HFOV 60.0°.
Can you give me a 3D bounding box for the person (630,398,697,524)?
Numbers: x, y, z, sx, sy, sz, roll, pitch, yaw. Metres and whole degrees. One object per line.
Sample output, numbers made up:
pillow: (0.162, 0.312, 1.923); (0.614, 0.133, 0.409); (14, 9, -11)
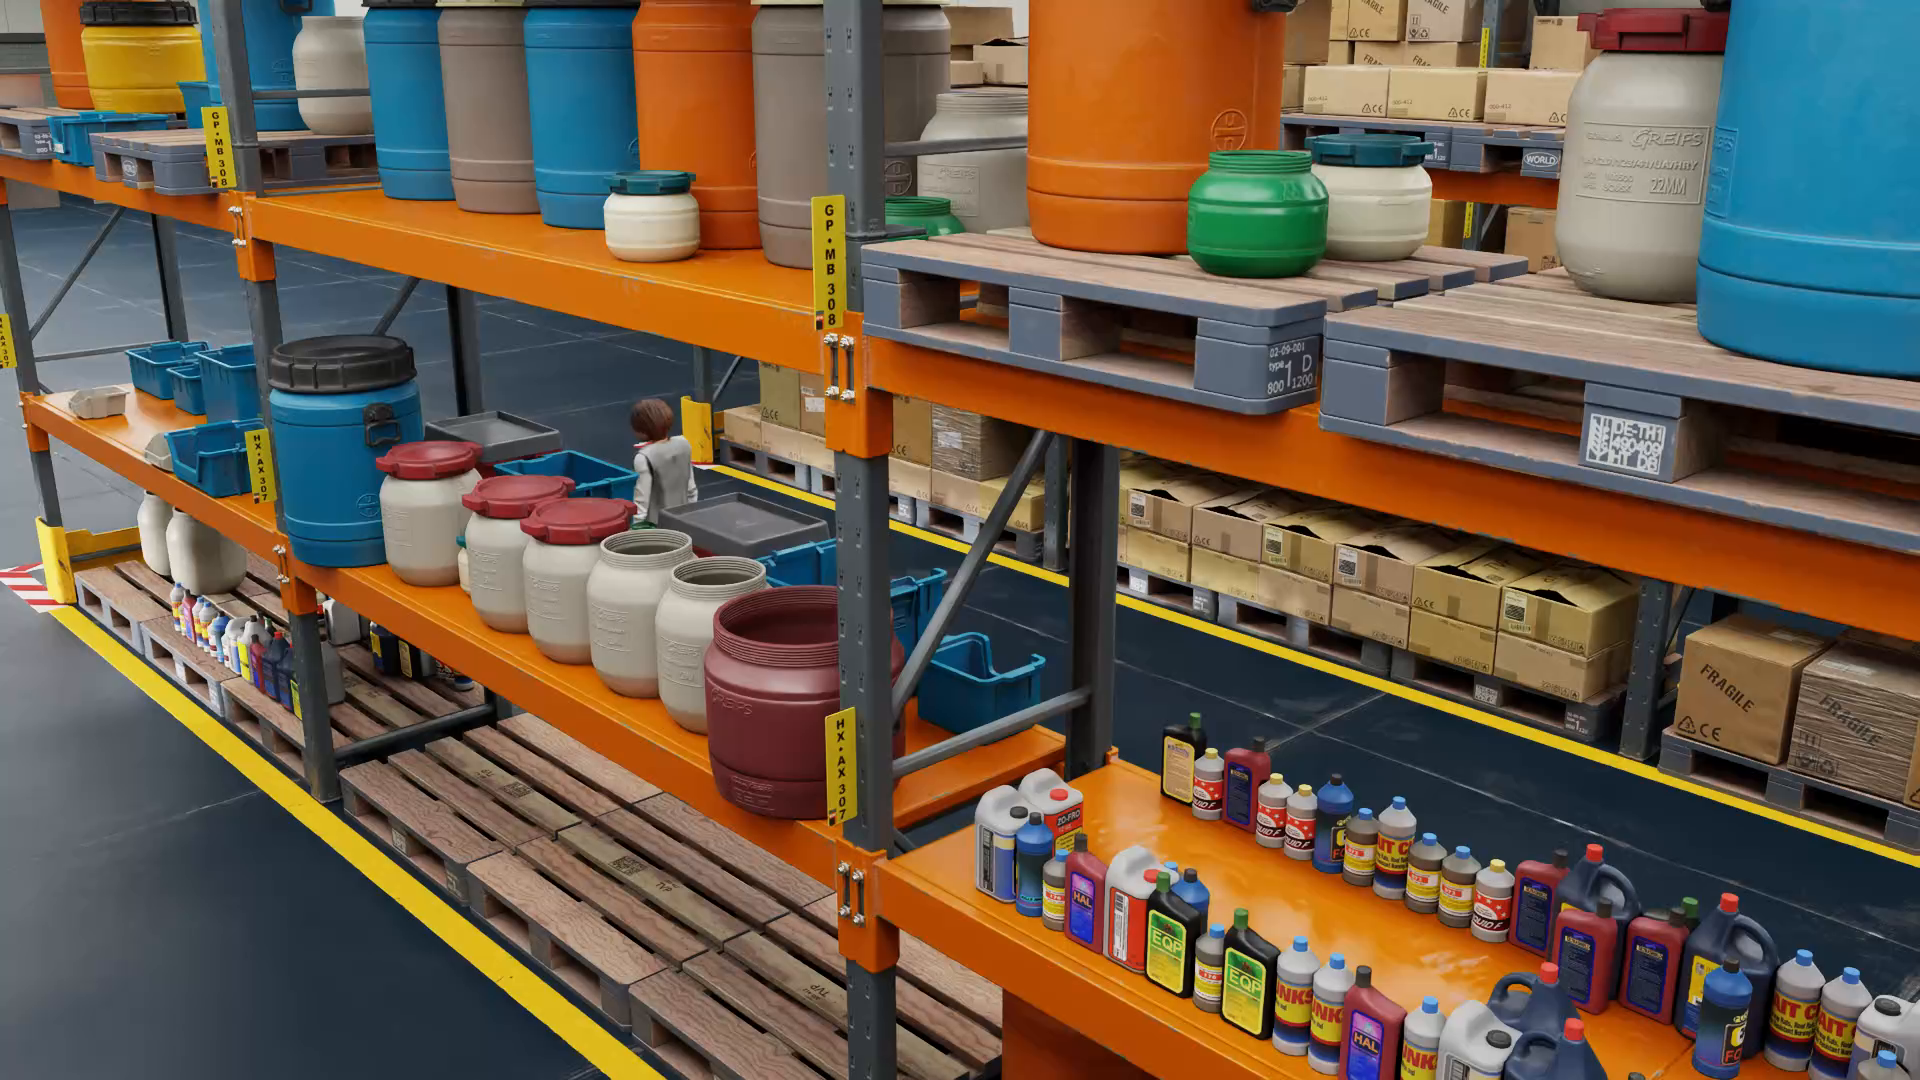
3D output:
person: (-1.592, 0.025, 8.941); (0.318, 1.616, 0.519); (13, 22, 36)
